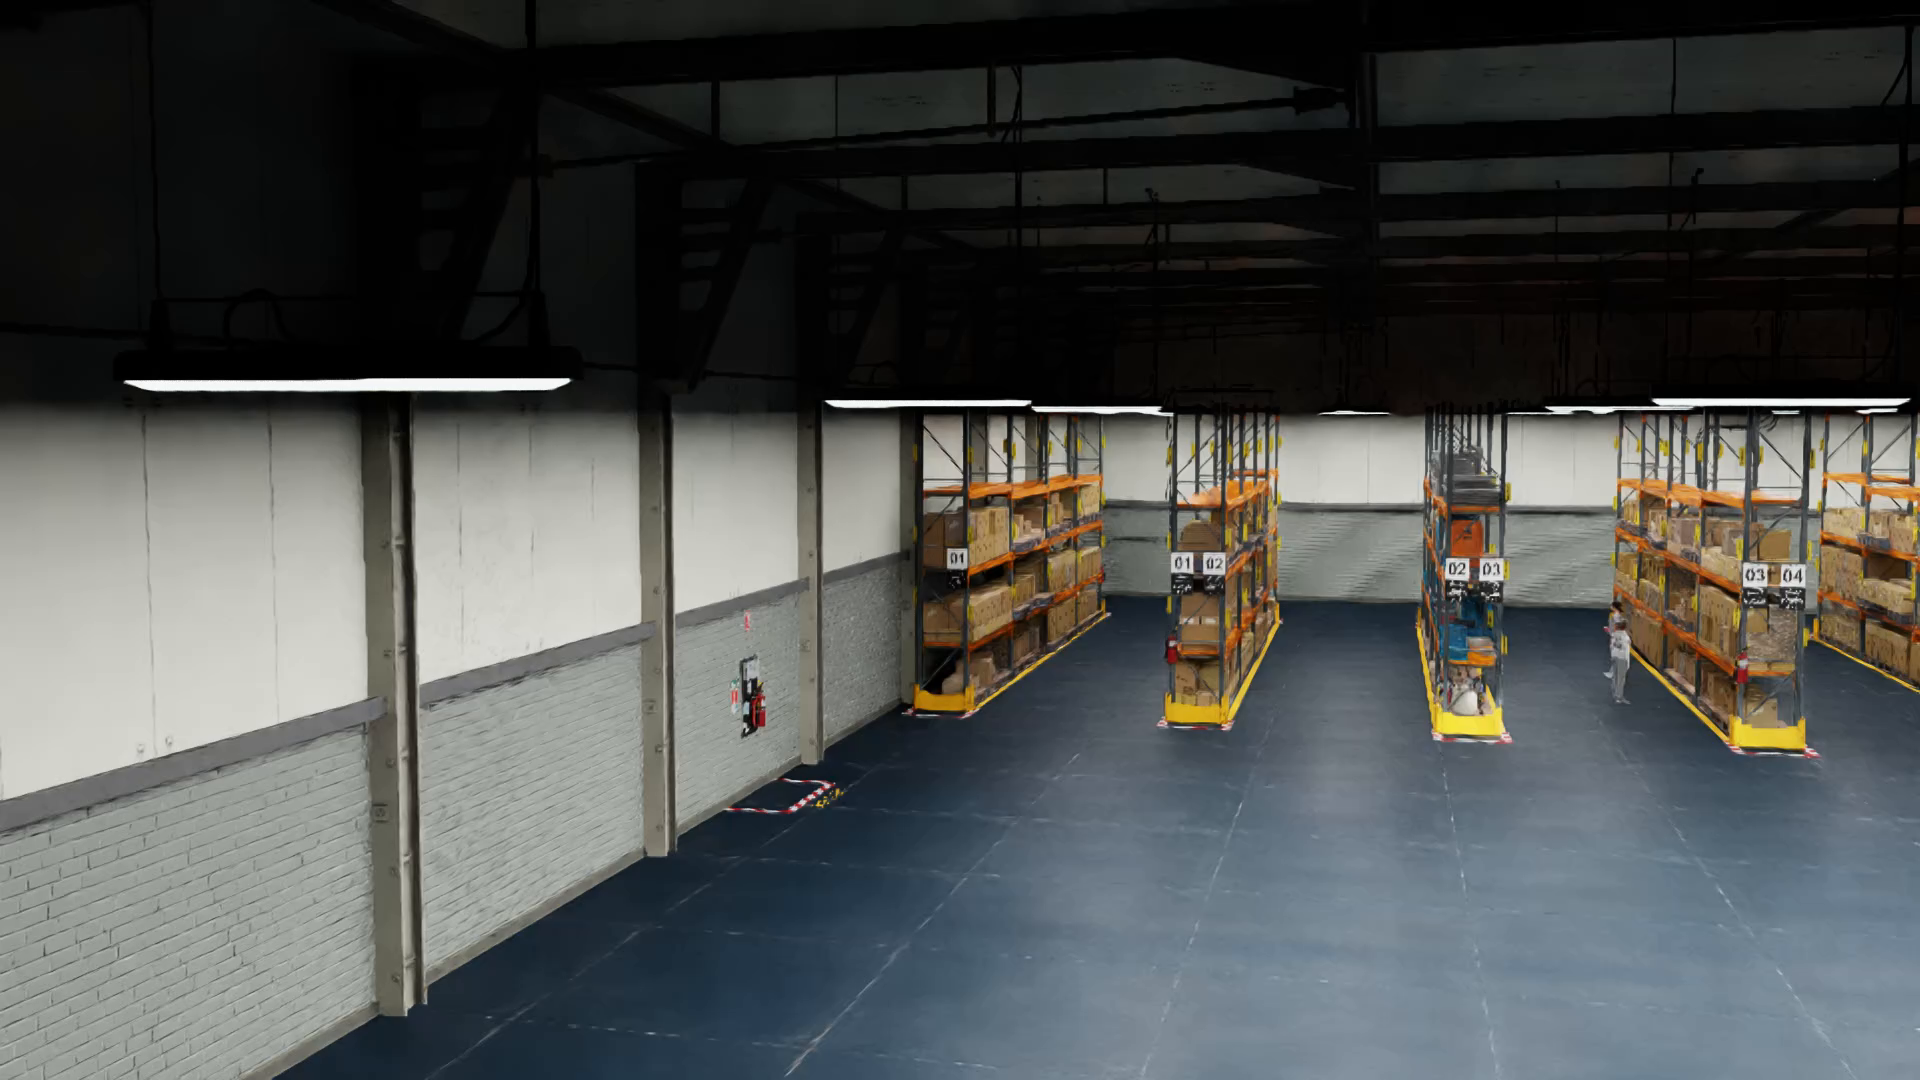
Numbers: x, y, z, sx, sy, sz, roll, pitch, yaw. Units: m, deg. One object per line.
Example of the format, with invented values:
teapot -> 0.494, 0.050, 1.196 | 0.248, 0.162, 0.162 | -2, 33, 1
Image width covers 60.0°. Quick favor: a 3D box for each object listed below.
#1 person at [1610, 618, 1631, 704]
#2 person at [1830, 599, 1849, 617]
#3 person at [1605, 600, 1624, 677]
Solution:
person -> 13.276, 2.410, 33.353 | 0.408, 1.678, 0.538 | -1, 4, -17
person -> 23.360, 1.595, 44.116 | 0.421, 1.721, 0.653 | -1, 4, -18
person -> 14.457, 2.188, 36.753 | 0.367, 1.691, 0.484 | 2, 5, 30
